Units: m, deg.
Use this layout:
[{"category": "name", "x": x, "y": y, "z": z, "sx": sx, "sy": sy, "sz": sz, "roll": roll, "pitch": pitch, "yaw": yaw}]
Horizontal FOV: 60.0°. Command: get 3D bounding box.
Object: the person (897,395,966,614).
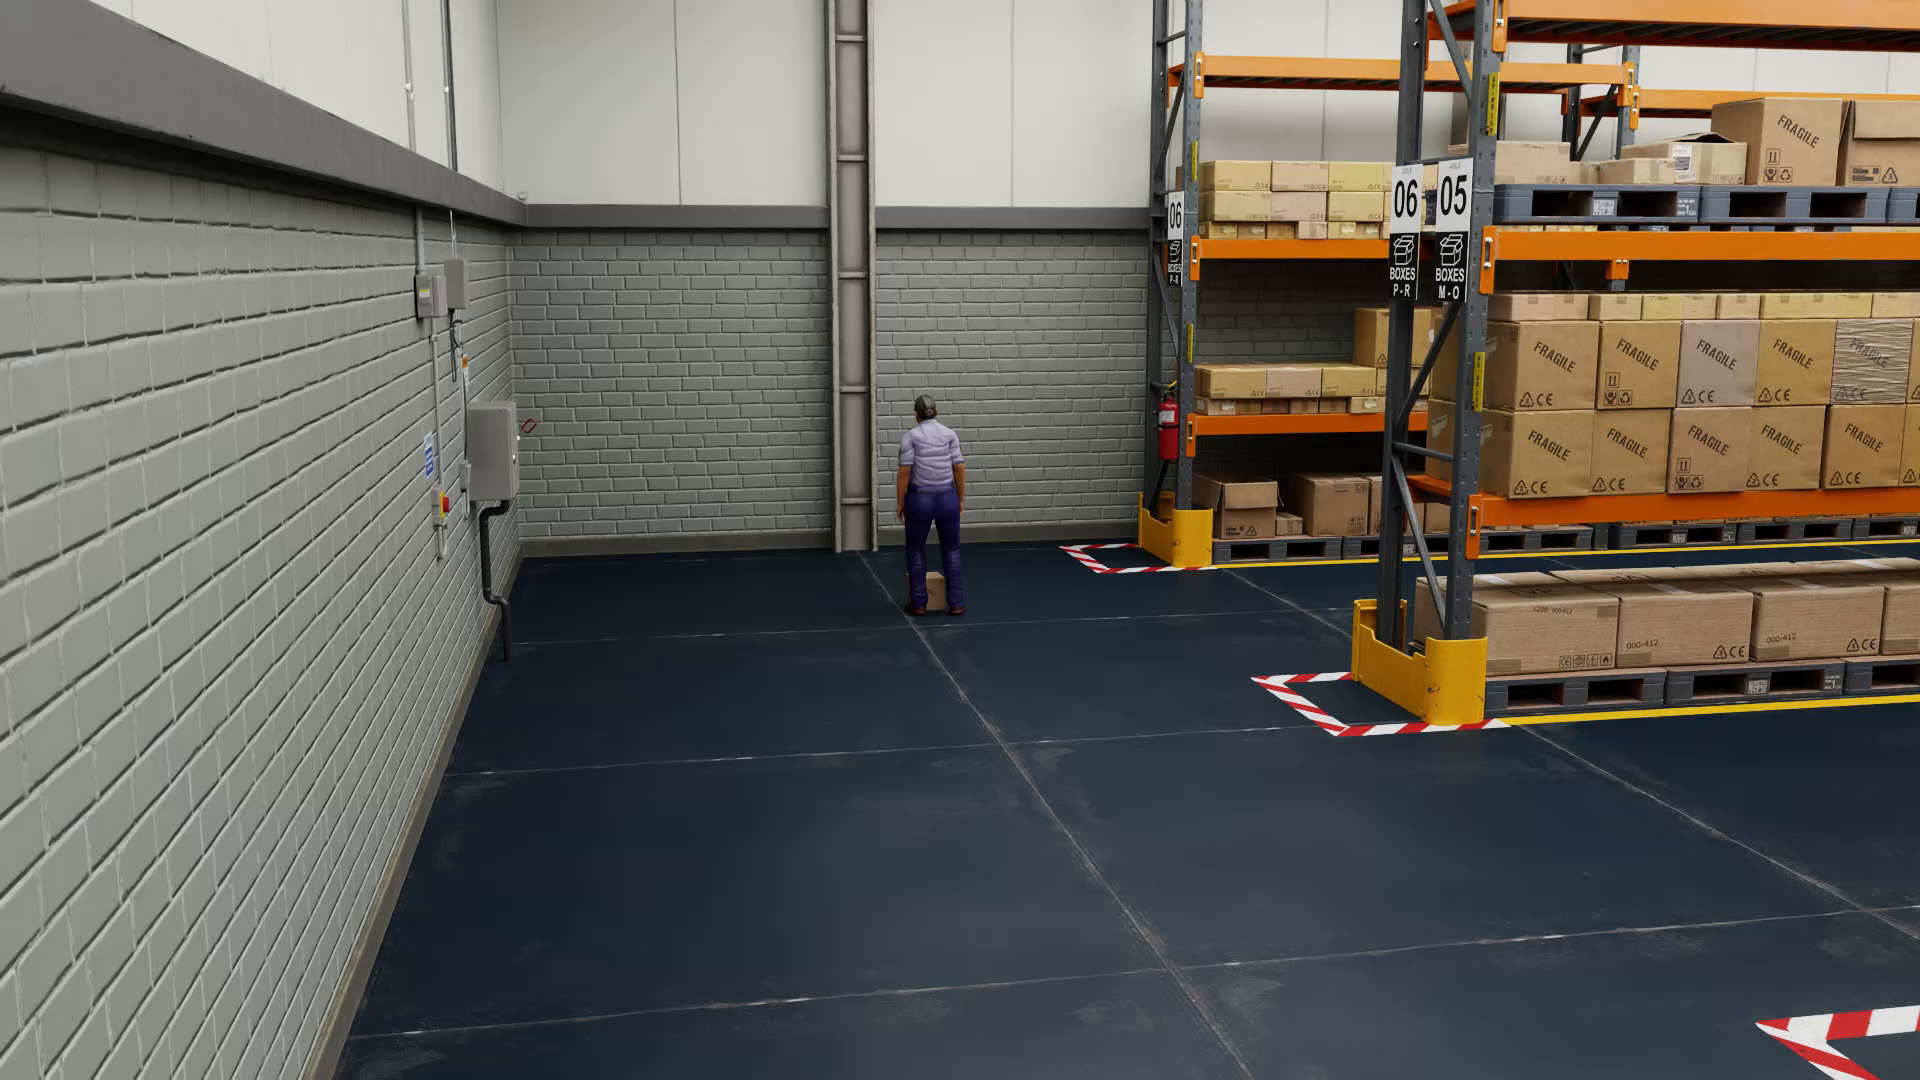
[{"category": "person", "x": -0.211, "y": -0.261, "z": 12.437, "sx": 0.552, "sy": 1.651, "sz": 0.425, "roll": -3, "pitch": 10, "yaw": -14}]
